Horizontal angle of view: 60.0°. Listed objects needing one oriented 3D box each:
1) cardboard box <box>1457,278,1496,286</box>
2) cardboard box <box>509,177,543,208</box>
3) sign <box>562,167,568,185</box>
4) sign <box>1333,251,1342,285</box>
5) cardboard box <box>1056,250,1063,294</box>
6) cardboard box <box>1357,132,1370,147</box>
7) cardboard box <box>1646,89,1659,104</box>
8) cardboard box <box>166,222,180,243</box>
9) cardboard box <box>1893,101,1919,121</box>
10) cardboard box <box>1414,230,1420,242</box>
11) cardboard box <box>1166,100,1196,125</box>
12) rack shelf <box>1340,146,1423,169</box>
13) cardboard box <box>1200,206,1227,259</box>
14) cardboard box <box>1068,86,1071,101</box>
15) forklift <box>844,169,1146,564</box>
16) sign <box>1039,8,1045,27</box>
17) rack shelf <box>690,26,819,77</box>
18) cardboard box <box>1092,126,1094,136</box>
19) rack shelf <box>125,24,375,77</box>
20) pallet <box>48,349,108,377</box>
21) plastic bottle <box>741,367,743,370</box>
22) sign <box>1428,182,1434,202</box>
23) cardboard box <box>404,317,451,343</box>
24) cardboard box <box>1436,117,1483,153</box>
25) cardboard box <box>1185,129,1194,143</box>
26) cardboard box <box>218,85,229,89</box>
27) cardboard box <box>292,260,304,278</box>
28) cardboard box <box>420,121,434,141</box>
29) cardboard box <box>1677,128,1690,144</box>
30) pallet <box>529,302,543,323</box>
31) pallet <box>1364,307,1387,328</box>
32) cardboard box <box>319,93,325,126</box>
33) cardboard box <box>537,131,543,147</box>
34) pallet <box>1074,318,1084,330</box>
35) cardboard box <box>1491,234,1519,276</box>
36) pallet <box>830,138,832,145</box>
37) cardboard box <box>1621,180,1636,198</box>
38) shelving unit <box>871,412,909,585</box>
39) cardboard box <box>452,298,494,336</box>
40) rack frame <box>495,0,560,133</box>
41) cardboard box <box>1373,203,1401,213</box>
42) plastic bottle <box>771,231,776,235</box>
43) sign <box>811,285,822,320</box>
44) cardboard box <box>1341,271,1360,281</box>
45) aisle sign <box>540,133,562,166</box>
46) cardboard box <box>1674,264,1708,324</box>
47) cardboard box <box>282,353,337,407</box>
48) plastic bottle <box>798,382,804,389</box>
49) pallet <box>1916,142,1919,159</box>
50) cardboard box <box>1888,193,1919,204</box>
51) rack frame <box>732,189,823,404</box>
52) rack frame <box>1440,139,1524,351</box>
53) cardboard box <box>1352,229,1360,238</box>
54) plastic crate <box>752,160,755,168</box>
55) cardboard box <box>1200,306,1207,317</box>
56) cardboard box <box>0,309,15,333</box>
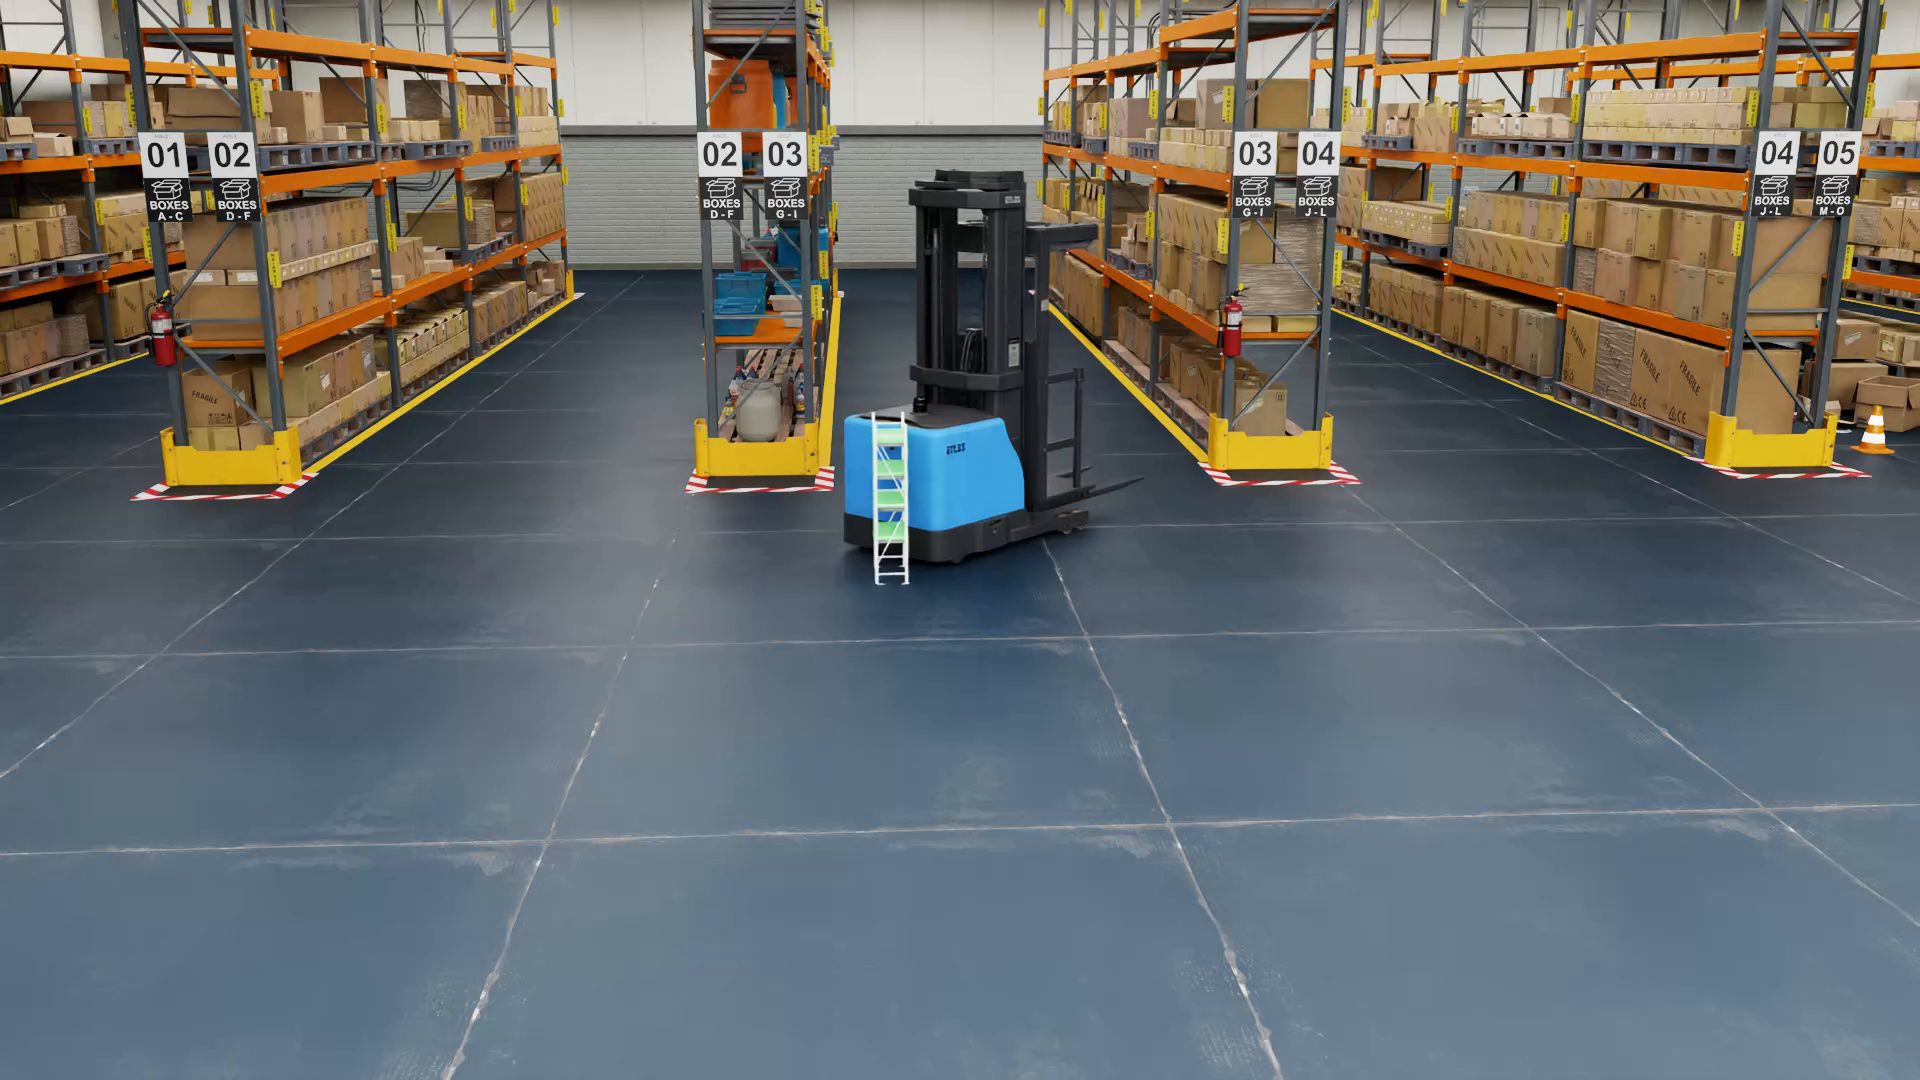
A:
[{"bbox_3d":[7.705,-3.740,24.711,0.500,0.250,0.500,-2,15,-6],"label":"cardboard box"},{"bbox_3d":[-7.398,-5.911,28.271,0.500,0.500,0.500,-1,14,-5],"label":"cardboard box"},{"bbox_3d":[-7.278,-6.712,30.637,0.100,0.325,0.005,-1,14,-3],"label":"sign"},{"bbox_3d":[3.587,-2.595,15.857,0.100,0.325,0.005,-1,14,-3],"label":"sign"},{"bbox_3d":[2.230,-4.937,30.116,0.875,0.875,0.875,-1,14,-3],"label":"cardboard box"},{"bbox_3d":[6.959,-6.702,27.834,0.500,0.250,0.500,-1,14,-2],"label":"cardboard box"},{"bbox_3d":[7.532,-4.709,17.649,0.380,0.149,0.250,-1,14,-4],"label":"cardboard box"},{"bbox_3d":[-12.185,-4.762,25.178,0.500,0.500,0.500,-1,14,-3],"label":"cardboard box"},{"bbox_3d":[12.440,-5.537,21.461,0.500,0.250,0.500,-1,14,-3],"label":"cardboard box"},{"bbox_3d":[6.987,-4.532,24.782,0.380,0.149,0.250,-1,14,-2],"label":"cardboard box"},{"bbox_3d":[2.867,-4.987,19.820,0.797,0.503,0.637,-2,15,-6],"label":"cardboard box"},{"bbox_3d":[7.135,-6.805,29.380,1.077,0.370,4.000,-1,14,-3],"label":"rack shelf"},{"bbox_3d":[2.728,-3.102,16.758,0.500,0.500,0.500,-1,14,-3],"label":"cardboard box"},{"bbox_3d":[2.169,-7.761,28.900,0.500,0.250,0.500,-1,14,-5],"label":"cardboard box"},{"bbox_3d":[0.423,-1.541,13.634,1.130,2.935,3.031,12,19,39],"label":"forklift"},{"bbox_3d":[1.500,-9.574,30.487,0.100,0.325,0.005,-1,14,-3],"label":"sign"},{"bbox_3d":[-2.022,-4.952,16.960,1.077,0.370,4.000,-1,14,-3],"label":"rack shelf"},{"bbox_3d":[2.245,-6.314,25.688,0.380,0.149,0.250,-1,15,-6],"label":"cardboard box"},{"bbox_3d":[-6.966,-4.876,16.666,1.077,0.370,4.000,-1,14,-3],"label":"rack shelf"},{"bbox_3d":[-12.235,-2.383,22.365,1.003,0.211,1.213,-1,14,-3],"label":"pallet"},{"bbox_3d":[-2.564,-1.892,19.452,0.097,0.271,0.097,0,14,0],"label":"plastic bottle"},{"bbox_3d":[7.812,-5.774,27.624,0.100,0.325,0.005,-1,14,-3],"label":"sign"},{"bbox_3d":[-6.992,-2.768,21.813,0.500,0.311,0.500,-1,14,-4],"label":"cardboard box"},{"bbox_3d":[7.218,-5.848,24.015,0.500,0.500,0.500,-1,14,-3],"label":"cardboard box"},{"bbox_3d":[2.628,-4.326,17.803,0.380,0.149,0.250,-1,14,-5],"label":"cardboard box"},{"bbox_3d":[-12.332,-7.227,27.329,0.500,0.500,0.500,-1,14,-5],"label":"cardboard box"},{"bbox_3d":[-6.698,-2.670,16.380,0.380,0.149,0.250,-1,14,-4],"label":"cardboard box"},{"bbox_3d":[-7.203,-5.347,21.726,0.500,0.250,0.500,0,14,-2],"label":"cardboard box"},{"bbox_3d":[7.580,-4.133,17.010,0.380,0.149,0.250,-1,14,-4],"label":"cardboard box"},{"bbox_3d":[-7.627,-3.820,27.952,1.003,0.211,1.213,-1,14,-3],"label":"pallet"},{"bbox_3d":[7.308,-3.660,27.326,1.003,0.211,1.213,-1,14,-3],"label":"pallet"},{"bbox_3d":[-7.322,-4.654,18.249,0.500,0.500,0.500,0,14,1],"label":"cardboard box"},{"bbox_3d":[-7.459,-6.878,28.520,0.500,0.250,0.500,-1,14,-3],"label":"cardboard box"},{"bbox_3d":[2.425,-3.611,27.137,1.003,0.211,1.213,-1,14,-3],"label":"pallet"},{"bbox_3d":[7.359,-3.766,21.942,0.500,0.500,0.500,-1,14,-4],"label":"cardboard box"},{"bbox_3d":[-2.343,-5.634,23.763,1.003,0.211,1.213,-1,14,-3],"label":"pallet"},{"bbox_3d":[11.865,-6.077,28.919,0.500,0.500,0.500,-1,14,-4],"label":"cardboard box"},{"bbox_3d":[-0.519,-0.312,12.331,0.258,1.200,0.503,-1,14,-4],"label":"shelving unit"},{"bbox_3d":[-7.119,-3.256,24.293,0.500,0.500,0.500,-1,14,-5],"label":"cardboard box"},{"bbox_3d":[-7.833,-8.900,30.059,1.000,3.000,0.127,-1,14,-3],"label":"rack frame"},{"bbox_3d":[6.861,-5.335,26.710,0.380,0.149,0.250,-1,14,-3],"label":"cardboard box"},{"bbox_3d":[-2.936,-4.664,25.884,0.152,0.276,0.135,-1,14,-3],"label":"plastic bottle"},{"bbox_3d":[-1.349,-2.233,15.629,0.100,0.325,0.005,-1,14,-3],"label":"sign"},{"bbox_3d":[6.852,-4.655,29.285,0.380,0.149,0.250,-2,15,-6],"label":"cardboard box"},{"bbox_3d":[-7.532,-7.276,30.567,0.394,0.787,0.004,-1,14,-3],"label":"aisle sign"},{"bbox_3d":[7.878,-2.520,16.999,0.875,0.550,0.550,-1,14,-3],"label":"cardboard box"},{"bbox_3d":[-6.730,-1.636,17.035,0.500,0.500,0.500,-1,14,-3],"label":"cardboard box"},{"bbox_3d":[-1.739,-1.599,18.315,0.097,0.271,0.097,0,14,0],"label":"plastic bottle"},{"bbox_3d":[12.757,-4.832,20.646,1.213,0.211,1.003,-1,14,-3],"label":"pallet"},{"bbox_3d":[12.824,-4.618,22.512,0.380,0.149,0.250,-2,15,-6],"label":"cardboard box"},{"bbox_3d":[-2.146,-3.086,19.501,1.000,3.000,0.127,-1,14,-3],"label":"rack frame"},{"bbox_3d":[7.507,-4.209,23.865,1.000,3.000,0.127,-1,14,-3],"label":"rack frame"},{"bbox_3d":[6.883,-5.212,28.267,0.380,0.149,0.250,-1,14,-5],"label":"cardboard box"},{"bbox_3d":[-2.320,-4.040,17.612,0.336,0.188,0.450,-1,14,-3],"label":"plastic crate"},{"bbox_3d":[2.728,-2.424,17.434,0.380,0.149,0.250,-1,14,-3],"label":"cardboard box"},{"bbox_3d":[-12.163,-2.720,20.709,0.500,0.250,0.500,-1,14,-5],"label":"cardboard box"}]
